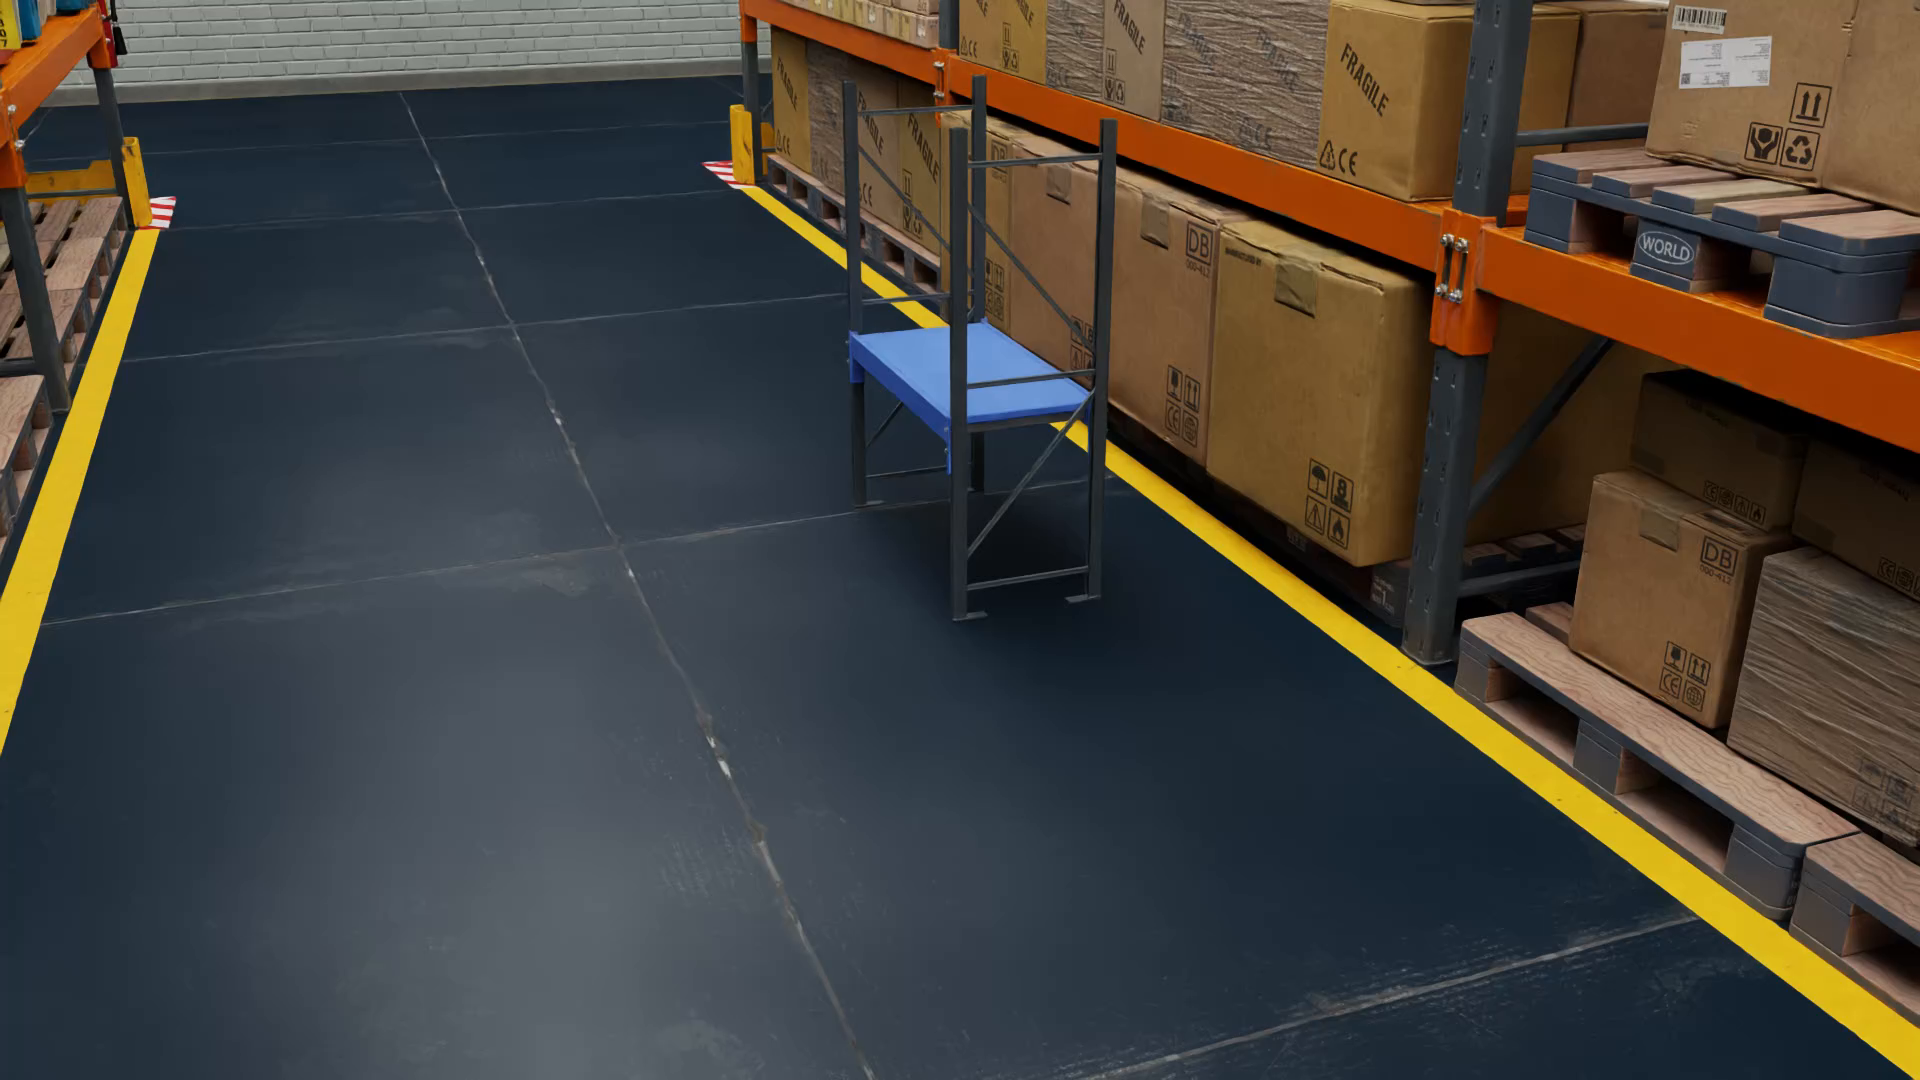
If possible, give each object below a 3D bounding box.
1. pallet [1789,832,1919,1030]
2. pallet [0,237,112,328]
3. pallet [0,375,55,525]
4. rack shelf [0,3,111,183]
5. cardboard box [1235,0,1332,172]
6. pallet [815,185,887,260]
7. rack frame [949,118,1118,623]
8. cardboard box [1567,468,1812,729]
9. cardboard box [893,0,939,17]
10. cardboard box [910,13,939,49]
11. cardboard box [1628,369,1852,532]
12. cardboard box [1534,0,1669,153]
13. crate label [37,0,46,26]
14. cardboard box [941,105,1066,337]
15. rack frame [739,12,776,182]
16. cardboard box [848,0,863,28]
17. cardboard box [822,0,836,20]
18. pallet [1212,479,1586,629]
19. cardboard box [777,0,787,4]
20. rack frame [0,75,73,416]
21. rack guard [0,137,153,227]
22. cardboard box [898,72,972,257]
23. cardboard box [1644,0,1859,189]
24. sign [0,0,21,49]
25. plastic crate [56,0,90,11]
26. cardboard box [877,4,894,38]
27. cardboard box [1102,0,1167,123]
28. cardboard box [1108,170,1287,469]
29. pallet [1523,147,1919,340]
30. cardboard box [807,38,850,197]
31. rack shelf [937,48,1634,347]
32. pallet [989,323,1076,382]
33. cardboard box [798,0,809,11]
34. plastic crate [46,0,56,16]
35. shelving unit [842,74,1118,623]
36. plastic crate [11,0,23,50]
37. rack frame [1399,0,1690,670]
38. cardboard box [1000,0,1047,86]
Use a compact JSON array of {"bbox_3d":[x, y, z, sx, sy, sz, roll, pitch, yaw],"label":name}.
[{"bbox_3d":[2.502,0.917,3.303,1.003,0.211,1.213,-8,24,-19],"label":"pallet"},{"bbox_3d":[-4.977,-1.290,8.538,1.003,0.211,1.213,-8,24,-19],"label":"pallet"},{"bbox_3d":[-4.013,-0.298,6.185,1.003,0.211,1.213,-8,24,-19],"label":"pallet"},{"bbox_3d":[-4.953,-2.264,8.186,1.077,0.370,4.000,-8,24,-19],"label":"rack shelf"},{"bbox_3d":[1.224,-1.468,5.243,0.500,0.500,0.500,-9,24,-19],"label":"cardboard box"},{"bbox_3d":[-0.243,-1.994,10.210,1.003,0.211,1.213,-8,24,-19],"label":"pallet"},{"bbox_3d":[0.210,-0.475,4.947,0.500,1.500,0.032,-8,24,-19],"label":"rack frame"},{"bbox_3d":[2.056,0.095,4.315,0.700,0.500,0.500,-10,25,-22],"label":"cardboard box"},{"bbox_3d":[-0.014,-2.741,8.201,0.500,0.250,0.500,-9,24,-20],"label":"cardboard box"},{"bbox_3d":[-0.027,-2.498,8.139,0.380,0.149,0.250,-8,24,-19],"label":"cardboard box"},{"bbox_3d":[2.065,-0.252,4.172,0.500,0.250,0.500,-7,24,-17],"label":"cardboard box"},{"bbox_3d":[1.883,-1.355,4.974,0.500,0.500,0.500,-8,24,-17],"label":"cardboard box"},{"bbox_3d":[-4.992,-2.752,8.679,0.396,0.136,0.243,-8,24,-19],"label":"crate label"},{"bbox_3d":[0.632,-1.533,7.720,1.225,0.875,0.875,-8,24,-19],"label":"cardboard box"},{"bbox_3d":[-1.026,-4.002,11.383,1.000,3.000,0.127,-8,24,-19],"label":"rack frame"},{"bbox_3d":[-0.391,-2.872,9.026,0.380,0.149,0.250,-8,24,-18],"label":"cardboard box"},{"bbox_3d":[-0.570,-3.058,9.467,0.380,0.149,0.250,-8,24,-18],"label":"cardboard box"},{"bbox_3d":[1.593,-0.107,5.732,1.003,0.211,1.213,-8,24,-19],"label":"pallet"},{"bbox_3d":[-0.933,-3.431,10.352,0.380,0.149,0.250,-9,24,-20],"label":"cardboard box"},{"bbox_3d":[-4.246,-1.869,6.322,1.000,3.000,0.127,-8,24,-19],"label":"rack frame"},{"bbox_3d":[-5.680,-2.177,10.272,1.175,0.500,0.348,-8,24,-19],"label":"rack guard"},{"bbox_3d":[0.229,-2.014,8.860,0.875,0.875,0.875,-8,24,-19],"label":"cardboard box"},{"bbox_3d":[2.029,-1.144,3.932,0.500,0.500,0.500,-12,25,-25],"label":"cardboard box"},{"bbox_3d":[-3.731,-2.071,6.446,0.100,0.325,0.005,-8,24,-19],"label":"sign"},{"bbox_3d":[-5.366,-3.270,9.524,0.616,0.435,0.499,-8,24,-19],"label":"plastic crate"},{"bbox_3d":[-0.208,-2.685,8.582,0.380,0.149,0.250,-9,24,-20],"label":"cardboard box"},{"bbox_3d":[0.858,-1.842,6.128,0.500,0.500,0.500,-8,24,-18],"label":"cardboard box"},{"bbox_3d":[1.269,-0.888,6.190,1.225,0.875,0.875,-8,24,-19],"label":"cardboard box"},{"bbox_3d":[2.152,-0.762,3.943,1.213,0.211,1.003,-8,24,-19],"label":"pallet"},{"bbox_3d":[-0.403,-2.664,10.403,0.875,0.875,0.875,-8,24,-19],"label":"cardboard box"},{"bbox_3d":[1.094,-1.490,6.350,1.077,0.370,4.000,-8,24,-19],"label":"rack shelf"},{"bbox_3d":[0.731,-0.993,7.835,1.003,0.211,1.213,-8,24,-19],"label":"pallet"},{"bbox_3d":[-0.752,-3.245,9.910,0.380,0.149,0.250,-9,24,-20],"label":"cardboard box"},{"bbox_3d":[-5.202,-2.957,9.166,0.396,0.136,0.243,-8,24,-19],"label":"plastic crate"},{"bbox_3d":[0.030,-0.660,5.385,0.538,1.500,1.048,-8,24,-19],"label":"shelving unit"},{"bbox_3d":[-4.613,-2.422,7.710,0.437,0.282,0.530,-8,24,-19],"label":"plastic crate"},{"bbox_3d":[1.801,-1.095,4.486,1.000,3.000,0.127,-8,24,-19],"label":"rack frame"},{"bbox_3d":[0.495,-2.210,7.004,0.500,0.500,0.500,-8,24,-19],"label":"cardboard box"}]
